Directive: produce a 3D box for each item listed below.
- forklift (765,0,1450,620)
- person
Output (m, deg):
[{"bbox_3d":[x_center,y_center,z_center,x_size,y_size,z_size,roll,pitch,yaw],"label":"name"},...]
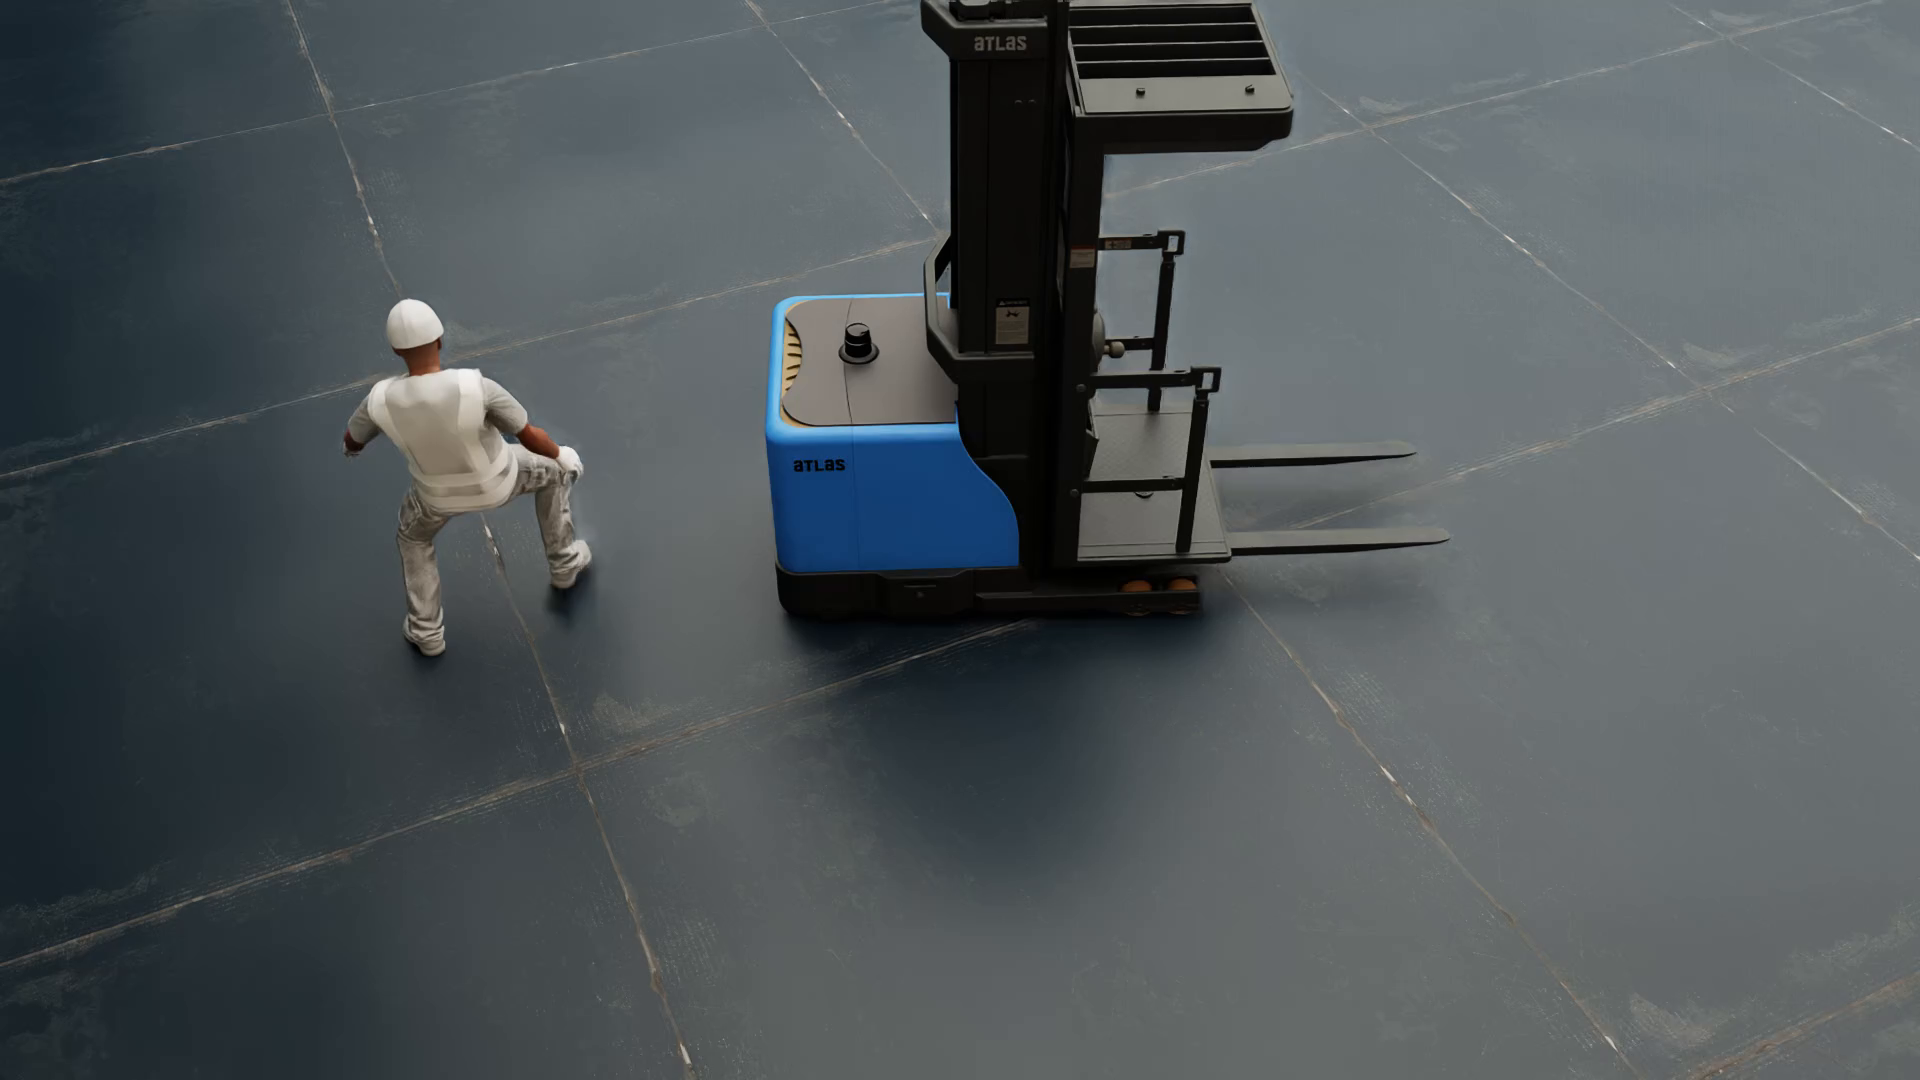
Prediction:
[{"bbox_3d":[0.685,-1.093,6.851,3.031,2.935,1.130,-2,43,-2],"label":"forklift"},{"bbox_3d":[-2.112,-0.311,6.973,1.014,1.645,0.660,-2,43,-2],"label":"person"}]
